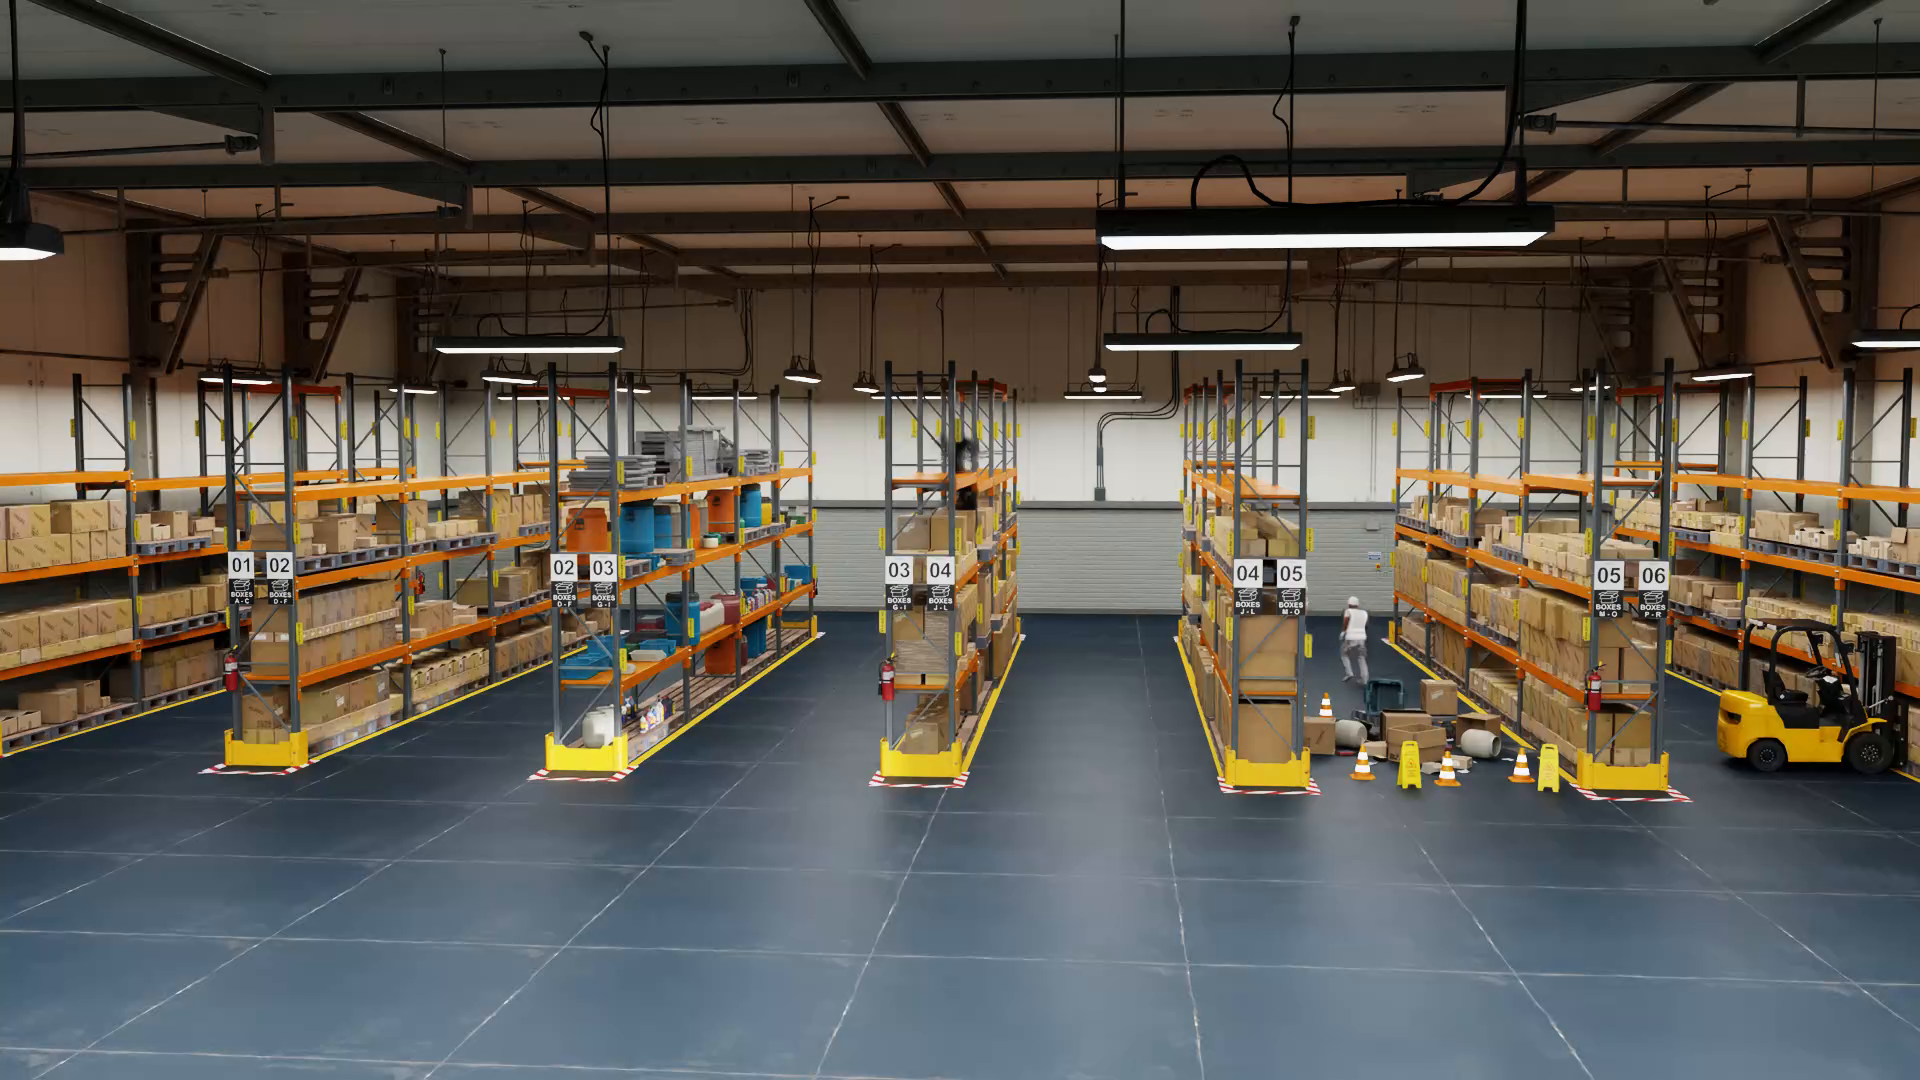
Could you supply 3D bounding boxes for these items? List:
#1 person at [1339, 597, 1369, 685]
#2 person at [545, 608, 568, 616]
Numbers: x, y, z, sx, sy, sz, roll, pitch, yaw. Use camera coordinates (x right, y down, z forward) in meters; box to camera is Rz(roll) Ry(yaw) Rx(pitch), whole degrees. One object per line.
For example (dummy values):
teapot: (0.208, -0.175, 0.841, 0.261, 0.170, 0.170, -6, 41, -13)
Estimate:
person: (7.802, 1.982, 32.944, 0.699, 1.697, 0.952, -1, 4, -9)
person: (-10.301, 1.333, 42.807, 0.858, 1.673, 0.604, 1, 4, 14)
